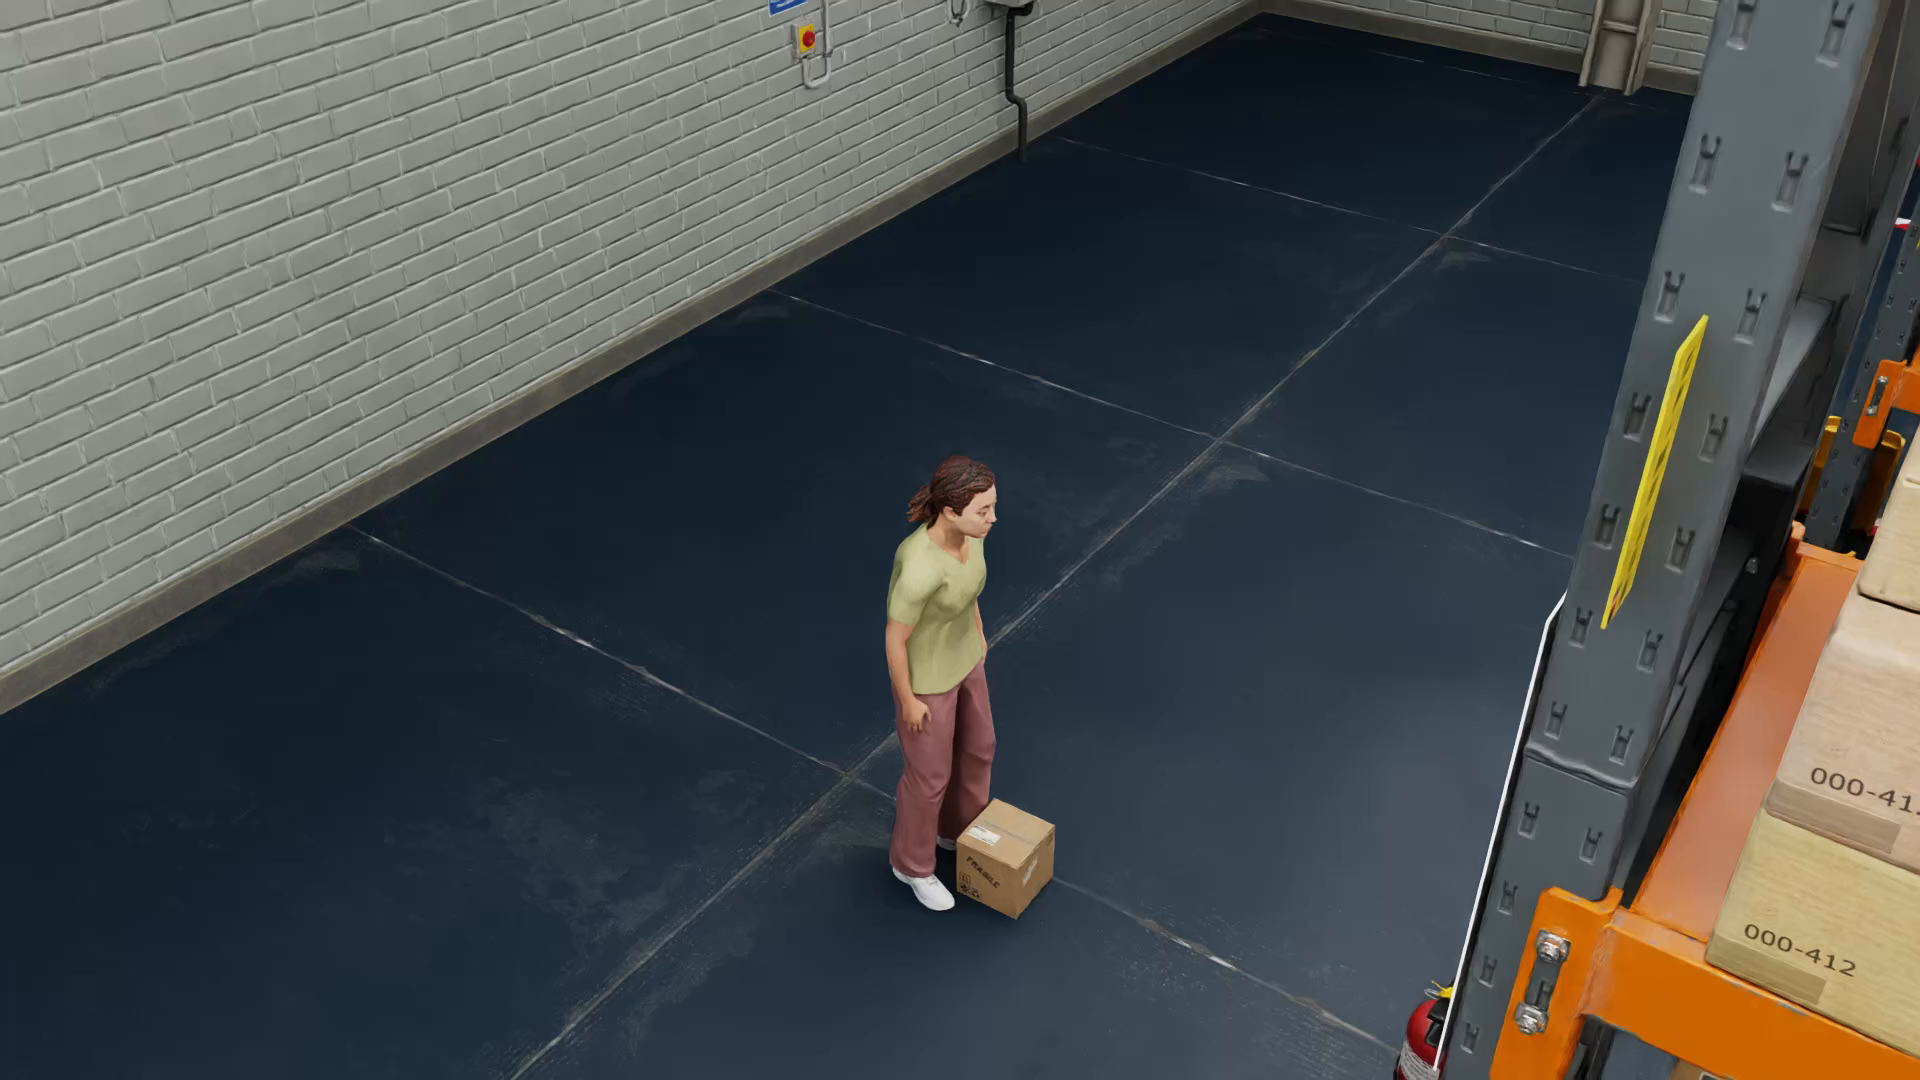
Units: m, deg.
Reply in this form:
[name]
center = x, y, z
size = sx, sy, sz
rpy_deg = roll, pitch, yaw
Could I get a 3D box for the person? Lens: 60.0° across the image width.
[person]
center = -0.025, 0.452, 5.493
size = 0.416, 1.671, 0.520
rpy_deg = 19, 39, 25
